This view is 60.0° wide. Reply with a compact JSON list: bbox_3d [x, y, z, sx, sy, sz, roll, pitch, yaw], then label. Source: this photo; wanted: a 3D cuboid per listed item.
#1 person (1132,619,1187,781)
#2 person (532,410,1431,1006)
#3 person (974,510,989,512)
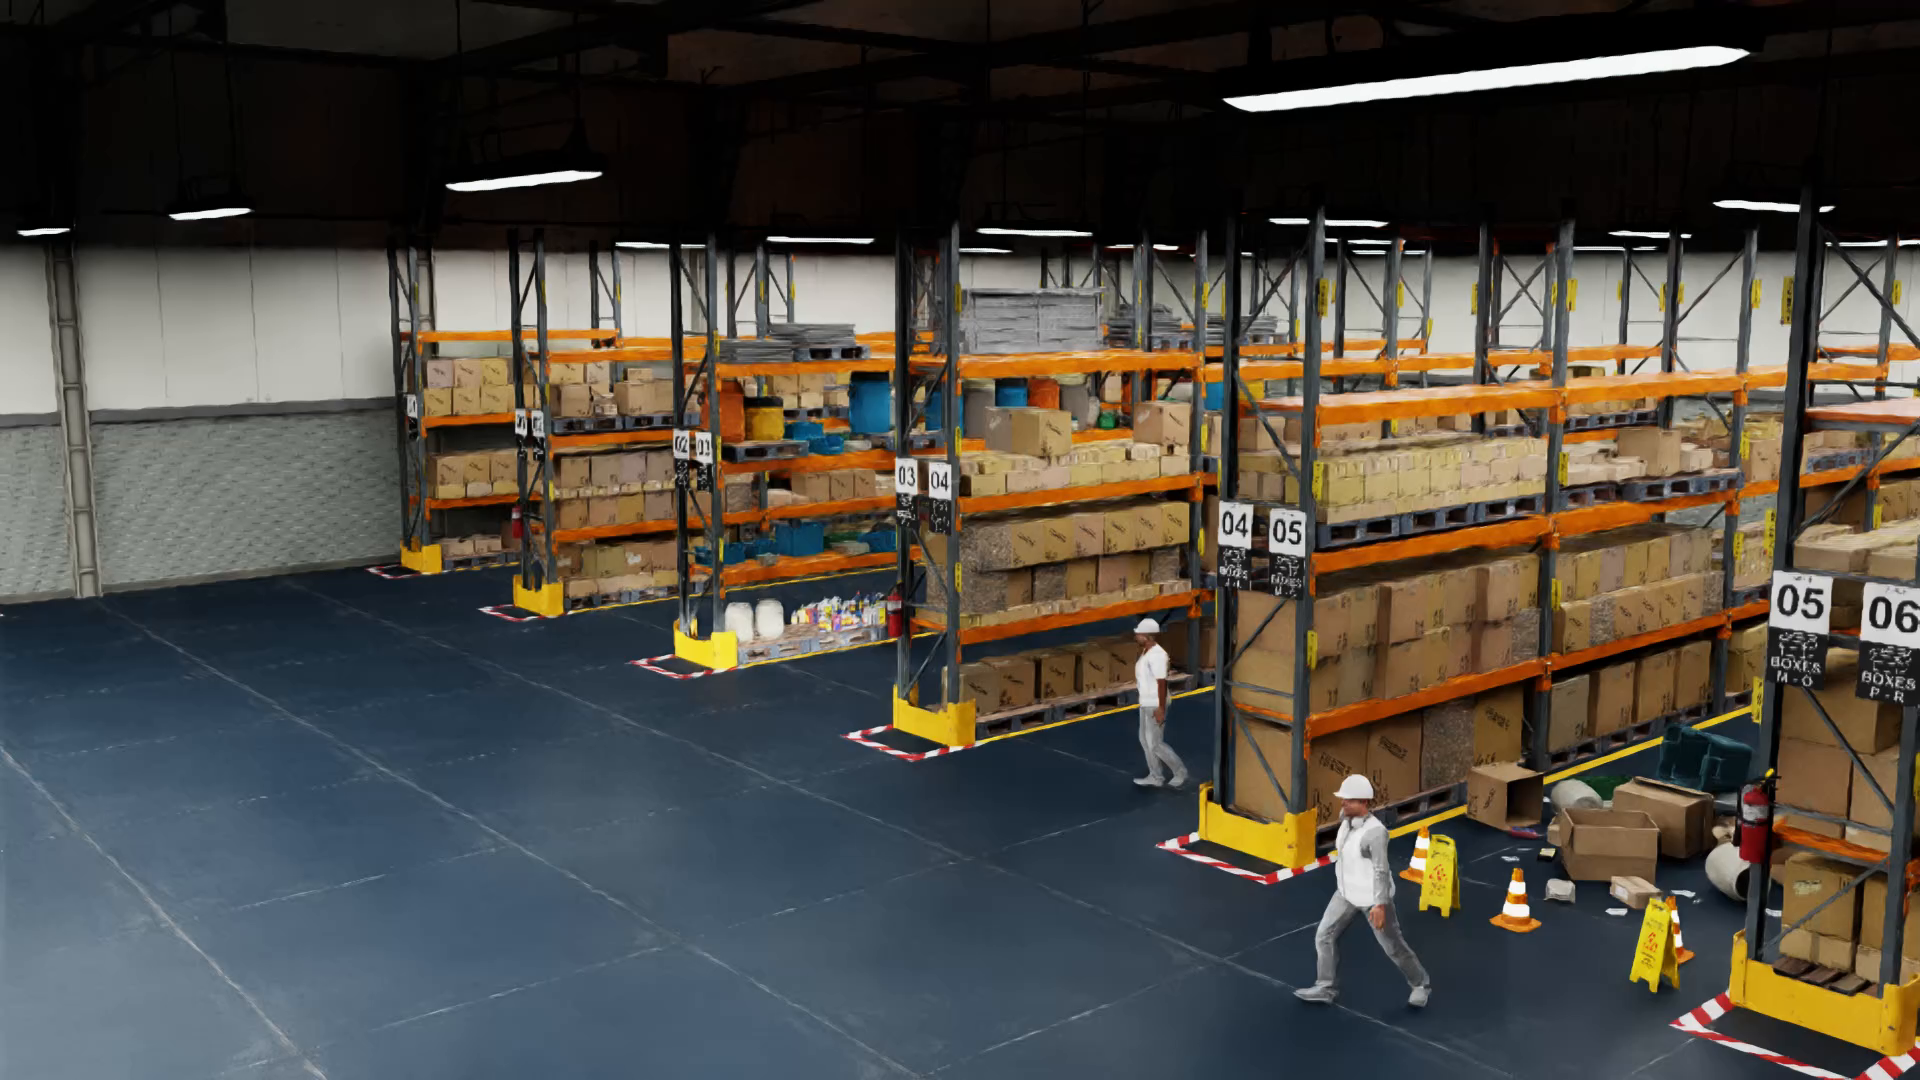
[{"bbox_3d":[2.057,1.655,17.139,0.566,1.692,0.611,-1,9,-4],"label":"person"},{"bbox_3d":[-1.622,0.672,19.002,4.638,3.192,17.385,-3,9,-19],"label":"person"},{"bbox_3d":[0.287,0.313,23.767,0.380,1.704,0.652,4,10,24],"label":"person"}]
